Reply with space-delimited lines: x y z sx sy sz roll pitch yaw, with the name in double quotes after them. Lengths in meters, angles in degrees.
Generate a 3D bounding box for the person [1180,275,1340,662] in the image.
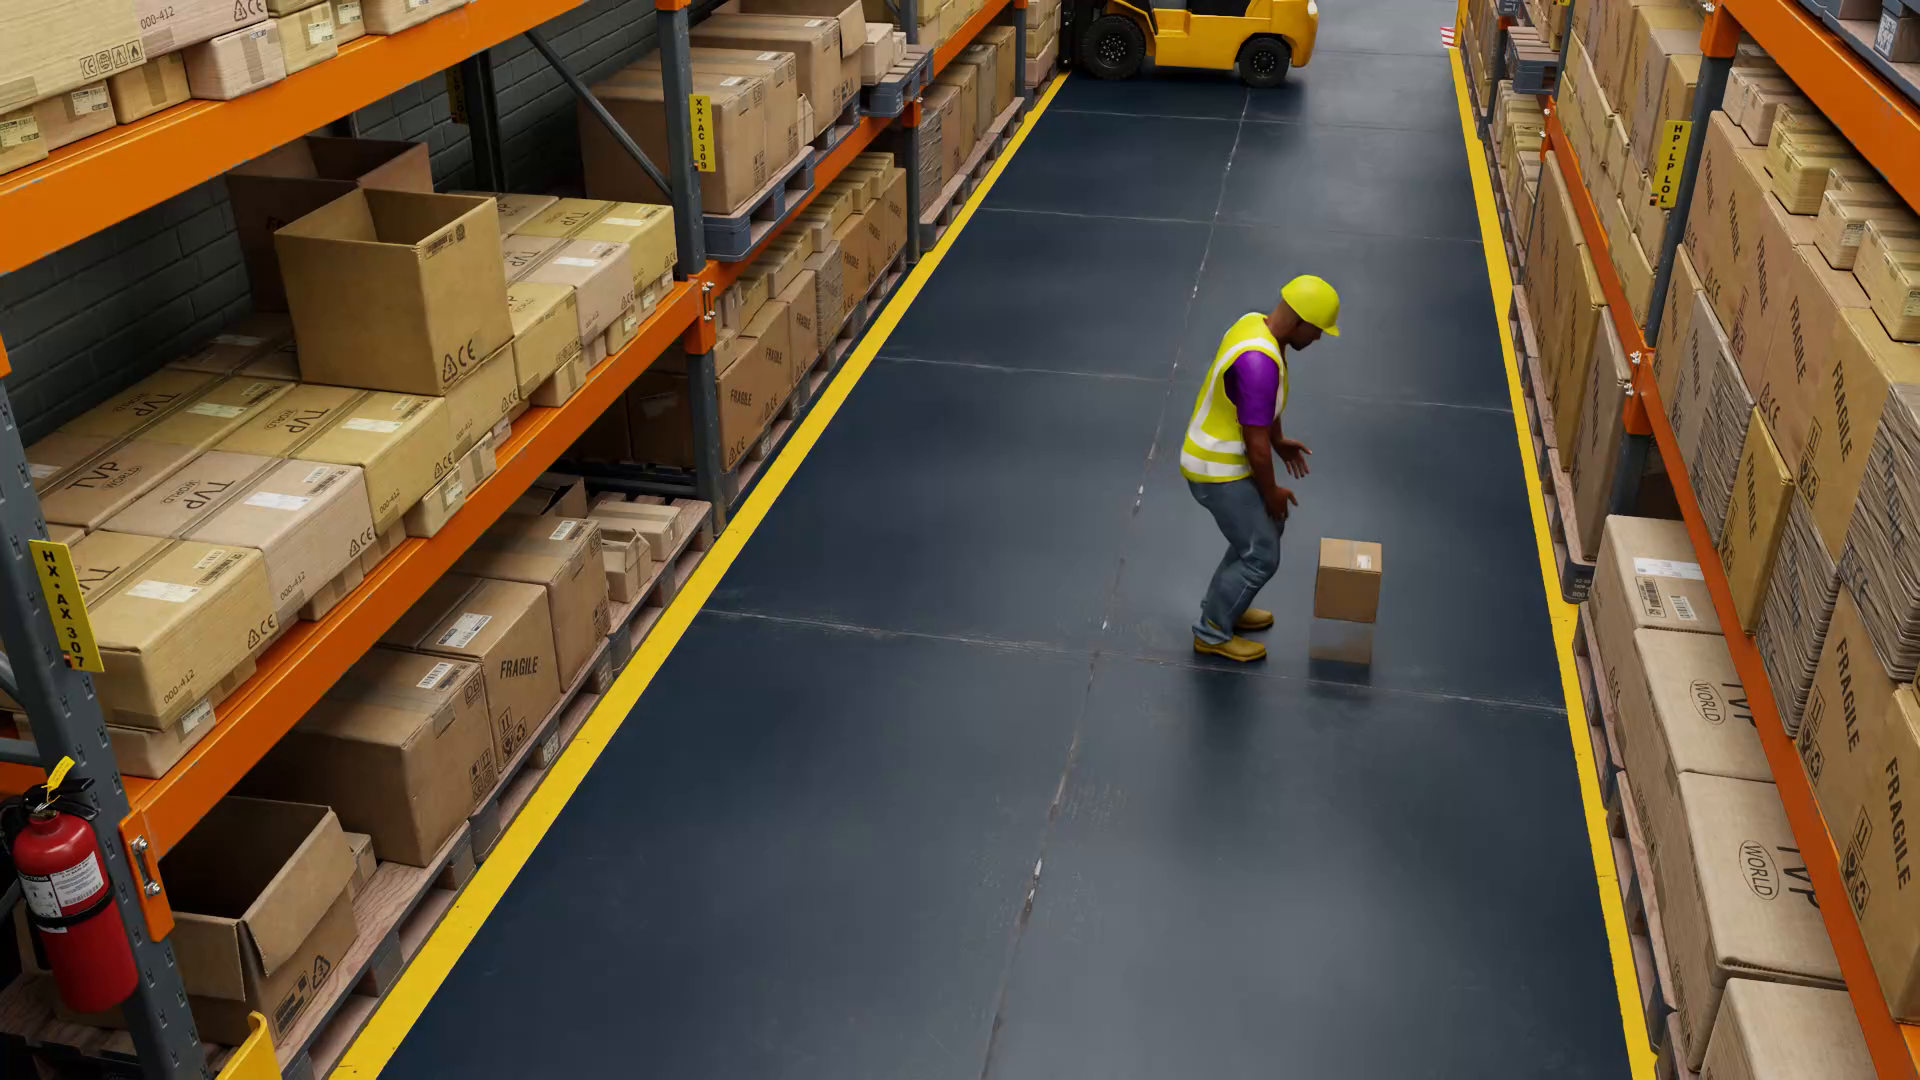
1.197 -0.314 6.816 0.576 1.633 0.613 6 29 12 "person"
